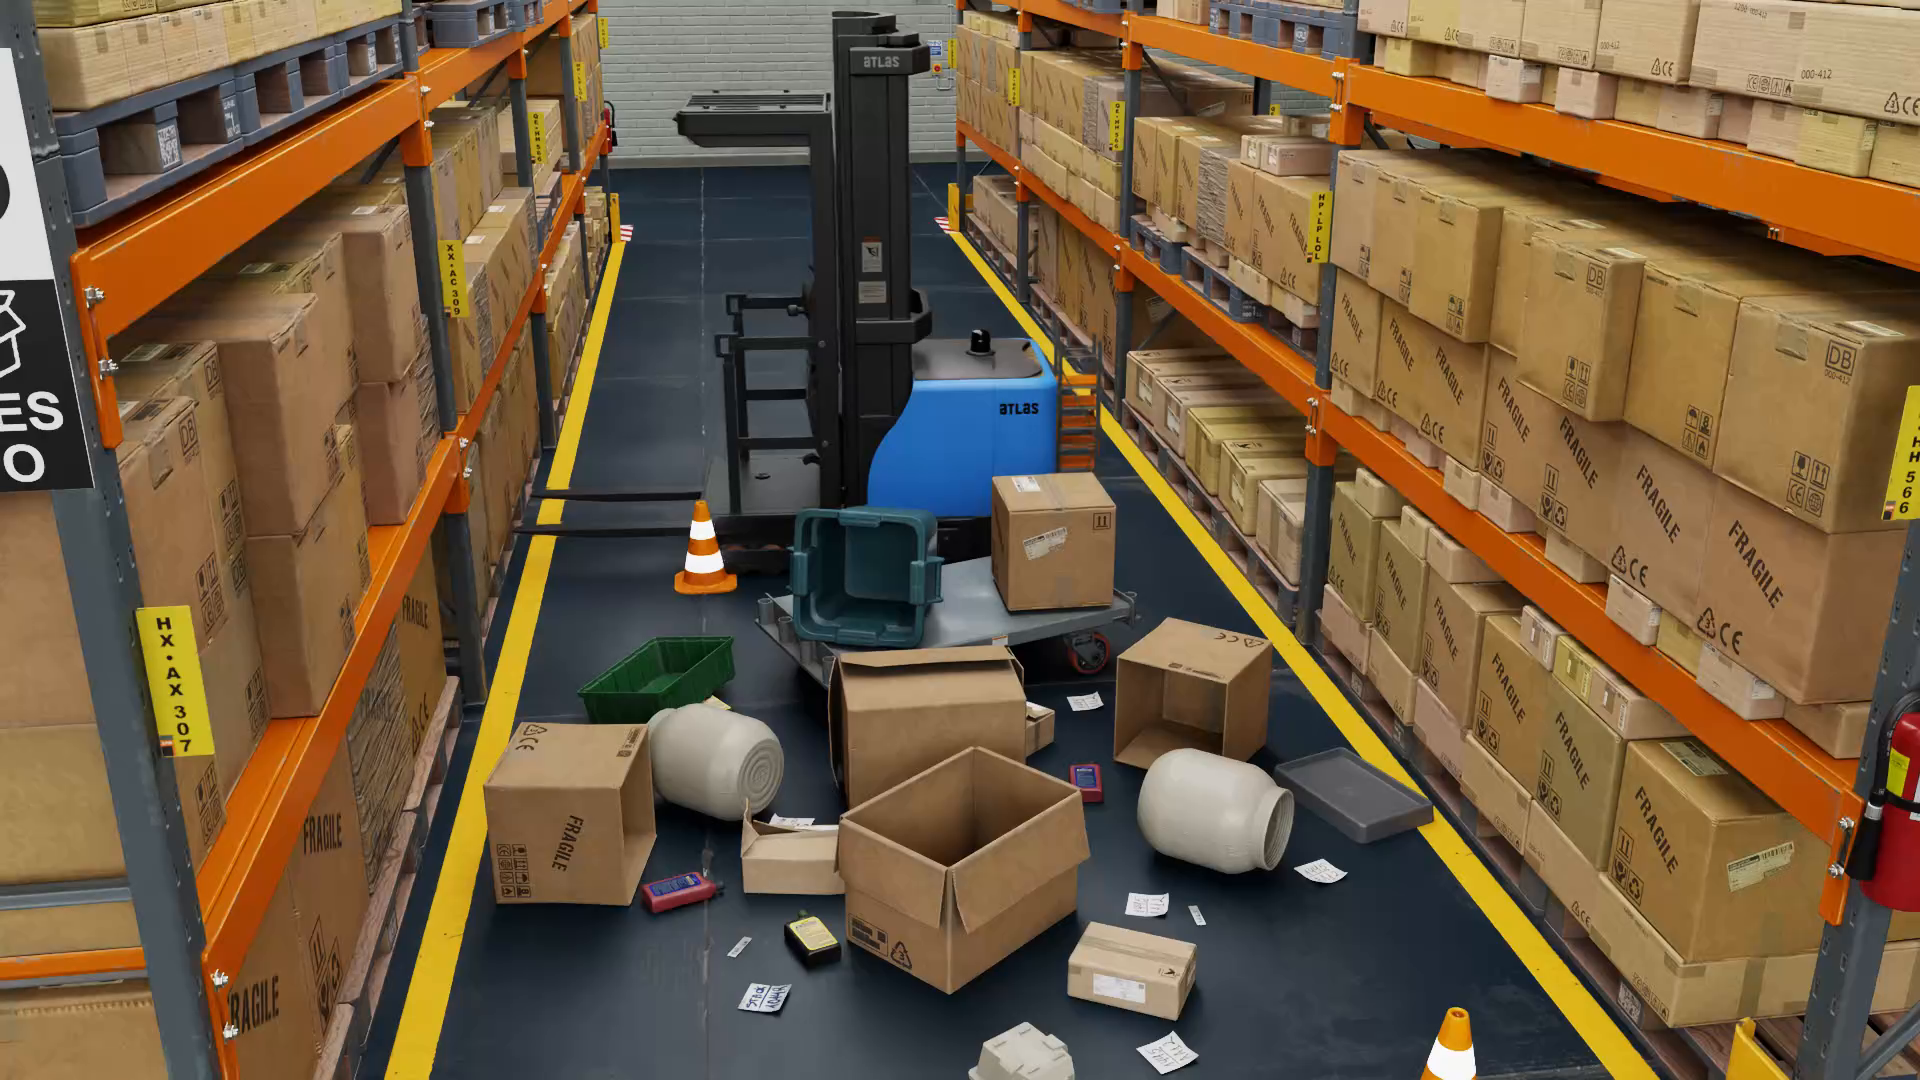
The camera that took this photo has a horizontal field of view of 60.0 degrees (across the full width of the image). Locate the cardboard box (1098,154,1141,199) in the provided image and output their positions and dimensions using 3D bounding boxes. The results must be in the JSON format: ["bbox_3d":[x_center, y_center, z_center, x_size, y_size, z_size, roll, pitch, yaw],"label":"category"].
[{"bbox_3d":[1.295,-2.620,11.945,0.500,0.250,0.500,-3,21,-8],"label":"cardboard box"}]

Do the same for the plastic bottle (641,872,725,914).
[{"bbox_3d":[-1.023,1.296,6.159,0.283,0.061,0.133,-11,23,-26],"label":"plastic bottle"}]

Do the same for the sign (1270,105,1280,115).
[{"bbox_3d":[2.152,-2.838,11.485,0.100,0.325,0.005,-3,21,-8],"label":"sign"}]

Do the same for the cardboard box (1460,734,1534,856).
[{"bbox_3d":[2.239,0.933,6.262,0.500,0.250,0.500,-4,21,-10],"label":"cardboard box"}]

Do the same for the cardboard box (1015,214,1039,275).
[{"bbox_3d":[1.056,-2.906,16.271,0.875,0.438,0.875,-3,21,-9],"label":"cardboard box"}]

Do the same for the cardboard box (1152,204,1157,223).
[{"bbox_3d":[1.487,-2.159,10.969,0.380,0.149,0.250,-4,21,-11],"label":"cardboard box"}]

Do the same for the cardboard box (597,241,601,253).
[{"bbox_3d":[-3.881,-3.031,17.018,0.380,0.149,0.250,-3,21,-7],"label":"cardboard box"}]

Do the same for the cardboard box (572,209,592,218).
[{"bbox_3d":[-3.888,-3.214,16.658,0.380,0.149,0.250,-3,21,-7],"label":"cardboard box"}]

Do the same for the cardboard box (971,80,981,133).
[{"bbox_3d":[0.404,-4.587,17.567,0.500,0.500,0.500,-3,21,-8],"label":"cardboard box"}]

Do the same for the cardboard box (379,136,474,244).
[{"bbox_3d":[-2.988,-1.847,8.802,0.700,0.500,0.500,-3,21,-8],"label":"cardboard box"}]

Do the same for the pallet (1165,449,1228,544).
[{"bbox_3d":[1.900,-0.303,10.226,1.003,0.211,1.213,-3,21,-8],"label":"pallet"}]

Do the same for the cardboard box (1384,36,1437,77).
[{"bbox_3d":[1.975,-1.990,6.830,0.380,0.149,0.250,-3,21,-8],"label":"cardboard box"}]

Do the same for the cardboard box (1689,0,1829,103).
[{"bbox_3d":[2.371,-1.345,4.531,0.500,0.250,0.500,-3,21,-8],"label":"cardboard box"}]

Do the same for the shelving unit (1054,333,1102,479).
[{"bbox_3d":[0.662,-0.573,9.537,0.258,1.200,0.189,-2,21,-5],"label":"shelving unit"}]

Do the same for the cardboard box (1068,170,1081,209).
[{"bbox_3d":[1.141,-2.745,12.992,0.500,0.250,0.500,-3,21,-8],"label":"cardboard box"}]

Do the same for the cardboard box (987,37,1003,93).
[{"bbox_3d":[0.551,-4.703,16.449,0.500,0.500,0.500,-3,21,-7],"label":"cardboard box"}]

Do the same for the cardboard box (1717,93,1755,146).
[{"bbox_3d":[2.398,-1.198,4.708,0.380,0.149,0.250,-3,21,-7],"label":"cardboard box"}]

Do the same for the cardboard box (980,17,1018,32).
[{"bbox_3d":[0.413,-5.304,17.131,0.380,0.149,0.250,-3,21,-7],"label":"cardboard box"}]

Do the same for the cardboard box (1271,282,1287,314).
[{"bbox_3d":[1.825,-1.252,8.541,0.380,0.149,0.250,-4,21,-9],"label":"cardboard box"}]

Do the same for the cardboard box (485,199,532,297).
[{"bbox_3d":[-2.866,-1.749,9.968,0.500,0.500,0.500,-3,21,-8],"label":"cardboard box"}]

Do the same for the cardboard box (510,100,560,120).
[{"bbox_3d":[-3.593,-3.631,14.058,0.380,0.149,0.250,-2,21,-5],"label":"cardboard box"}]

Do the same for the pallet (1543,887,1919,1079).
[{"bbox_3d":[2.677,1.465,5.492,1.003,0.211,1.213,-3,21,-8],"label":"pallet"}]

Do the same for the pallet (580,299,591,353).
[{"bbox_3d":[-3.730,-1.826,14.304,1.003,0.211,1.213,-3,21,-8],"label":"pallet"}]

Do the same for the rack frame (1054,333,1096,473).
[{"bbox_3d":[0.653,-0.605,9.622,0.240,1.200,0.006,-2,21,-5],"label":"rack frame"}]

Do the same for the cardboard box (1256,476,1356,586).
[{"bbox_3d":[2.115,-0.064,8.756,0.950,0.372,0.625,-3,21,-7],"label":"cardboard box"}]

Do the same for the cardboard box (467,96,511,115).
[{"bbox_3d":[-4.193,-3.741,14.878,0.500,0.500,0.500,-3,21,-8],"label":"cardboard box"}]

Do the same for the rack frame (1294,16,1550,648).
[{"bbox_3d":[2.193,-0.917,7.883,1.000,3.000,0.127,-3,21,-8],"label":"rack frame"}]

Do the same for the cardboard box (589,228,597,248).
[{"bbox_3d":[-3.802,-2.990,16.485,0.380,0.149,0.250,-3,21,-8],"label":"cardboard box"}]

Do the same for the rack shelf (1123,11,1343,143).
[{"bbox_3d":[1.905,-2.677,9.339,1.077,0.370,4.000,-3,21,-8],"label":"rack shelf"}]

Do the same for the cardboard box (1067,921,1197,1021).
[{"bbox_3d":[0.582,1.452,5.616,0.380,0.149,0.250,8,22,20],"label":"cardboard box"}]

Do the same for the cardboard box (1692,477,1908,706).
[{"bbox_3d":[2.419,0.108,4.572,0.500,0.500,0.500,-3,21,-9],"label":"cardboard box"}]

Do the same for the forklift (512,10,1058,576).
[{"bbox_3d":[-0.998,-1.367,9.187,3.031,2.935,1.130,-1,21,-4],"label":"forklift"}]

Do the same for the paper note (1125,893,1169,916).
[{"bbox_3d":[0.690,1.336,6.112,0.148,0.019,0.142,4,21,11],"label":"paper note"}]

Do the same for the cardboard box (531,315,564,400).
[{"bbox_3d":[-3.117,-1.301,11.883,0.500,0.500,0.500,-4,21,-10],"label":"cardboard box"}]

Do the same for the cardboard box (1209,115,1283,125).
[{"bbox_3d":[1.957,-2.541,11.065,0.500,0.500,0.500,-4,21,-9],"label":"cardboard box"}]

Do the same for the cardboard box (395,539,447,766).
[{"bbox_3d":[-2.669,0.388,6.827,0.875,0.875,0.875,-3,21,-7],"label":"cardboard box"}]

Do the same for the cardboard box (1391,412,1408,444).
[{"bbox_3d":[2.077,-0.498,7.123,0.380,0.149,0.250,-3,21,-8],"label":"cardboard box"}]

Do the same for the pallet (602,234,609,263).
[{"bbox_3d":[-4.327,-3.171,17.905,1.003,0.211,1.213,-3,21,-8],"label":"pallet"}]

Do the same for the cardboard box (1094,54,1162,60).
[{"bbox_3d":[1.435,-3.881,14.248,0.500,0.500,0.500,-3,21,-7],"label":"cardboard box"}]

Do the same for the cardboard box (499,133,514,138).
[{"bbox_3d":[-3.252,-2.814,11.873,0.380,0.149,0.250,-4,21,-10],"label":"cardboard box"}]

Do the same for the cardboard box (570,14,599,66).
[{"bbox_3d":[-4.108,-5.296,17.610,0.500,0.500,0.500,-3,21,-9],"label":"cardboard box"}]

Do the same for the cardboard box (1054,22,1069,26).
[{"bbox_3d":[1.135,-4.985,16.277,0.380,0.149,0.250,-4,21,-9],"label":"cardboard box"}]

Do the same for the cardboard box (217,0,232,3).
[{"bbox_3d":[-2.077,-1.495,4.192,0.500,0.250,0.500,-3,21,-8],"label":"cardboard box"}]

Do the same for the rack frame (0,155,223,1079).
[{"bbox_3d":[-2.114,0.753,3.413,1.000,3.000,0.127,-3,21,-8],"label":"rack frame"}]

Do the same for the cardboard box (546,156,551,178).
[{"bbox_3d":[-3.400,-2.903,12.959,0.380,0.149,0.250,-2,21,-5],"label":"cardboard box"}]

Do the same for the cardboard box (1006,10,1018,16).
[{"bbox_3d":[0.713,-5.776,18.396,0.380,0.149,0.250,-3,21,-7],"label":"cardboard box"}]

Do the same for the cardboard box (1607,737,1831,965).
[{"bbox_3d":[2.396,0.944,5.159,0.500,0.500,0.500,-3,21,-7],"label":"cardboard box"}]

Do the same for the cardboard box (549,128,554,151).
[{"bbox_3d":[-3.475,-3.221,13.386,0.380,0.149,0.250,-4,21,-10],"label":"cardboard box"}]

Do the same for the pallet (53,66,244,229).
[{"bbox_3d":[-2.231,-0.867,3.590,1.003,0.211,1.213,-3,21,-8],"label":"pallet"}]

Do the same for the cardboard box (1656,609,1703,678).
[{"bbox_3d":[2.342,0.295,4.998,0.380,0.149,0.250,-3,21,-9],"label":"cardboard box"}]

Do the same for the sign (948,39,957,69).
[{"bbox_3d":[-0.087,-5.488,18.773,0.100,0.325,0.005,-3,21,-8],"label":"sign"}]

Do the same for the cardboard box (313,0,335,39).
[{"bbox_3d":[-2.136,-1.612,5.074,0.380,0.149,0.250,-3,21,-8],"label":"cardboard box"}]

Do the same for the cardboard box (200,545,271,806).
[{"bbox_3d":[-2.313,0.367,4.232,0.875,0.550,0.550,-3,21,-8],"label":"cardboard box"}]

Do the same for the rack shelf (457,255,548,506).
[{"bbox_3d":[-2.979,-0.988,9.101,1.077,0.370,4.000,-3,21,-8],"label":"rack shelf"}]
